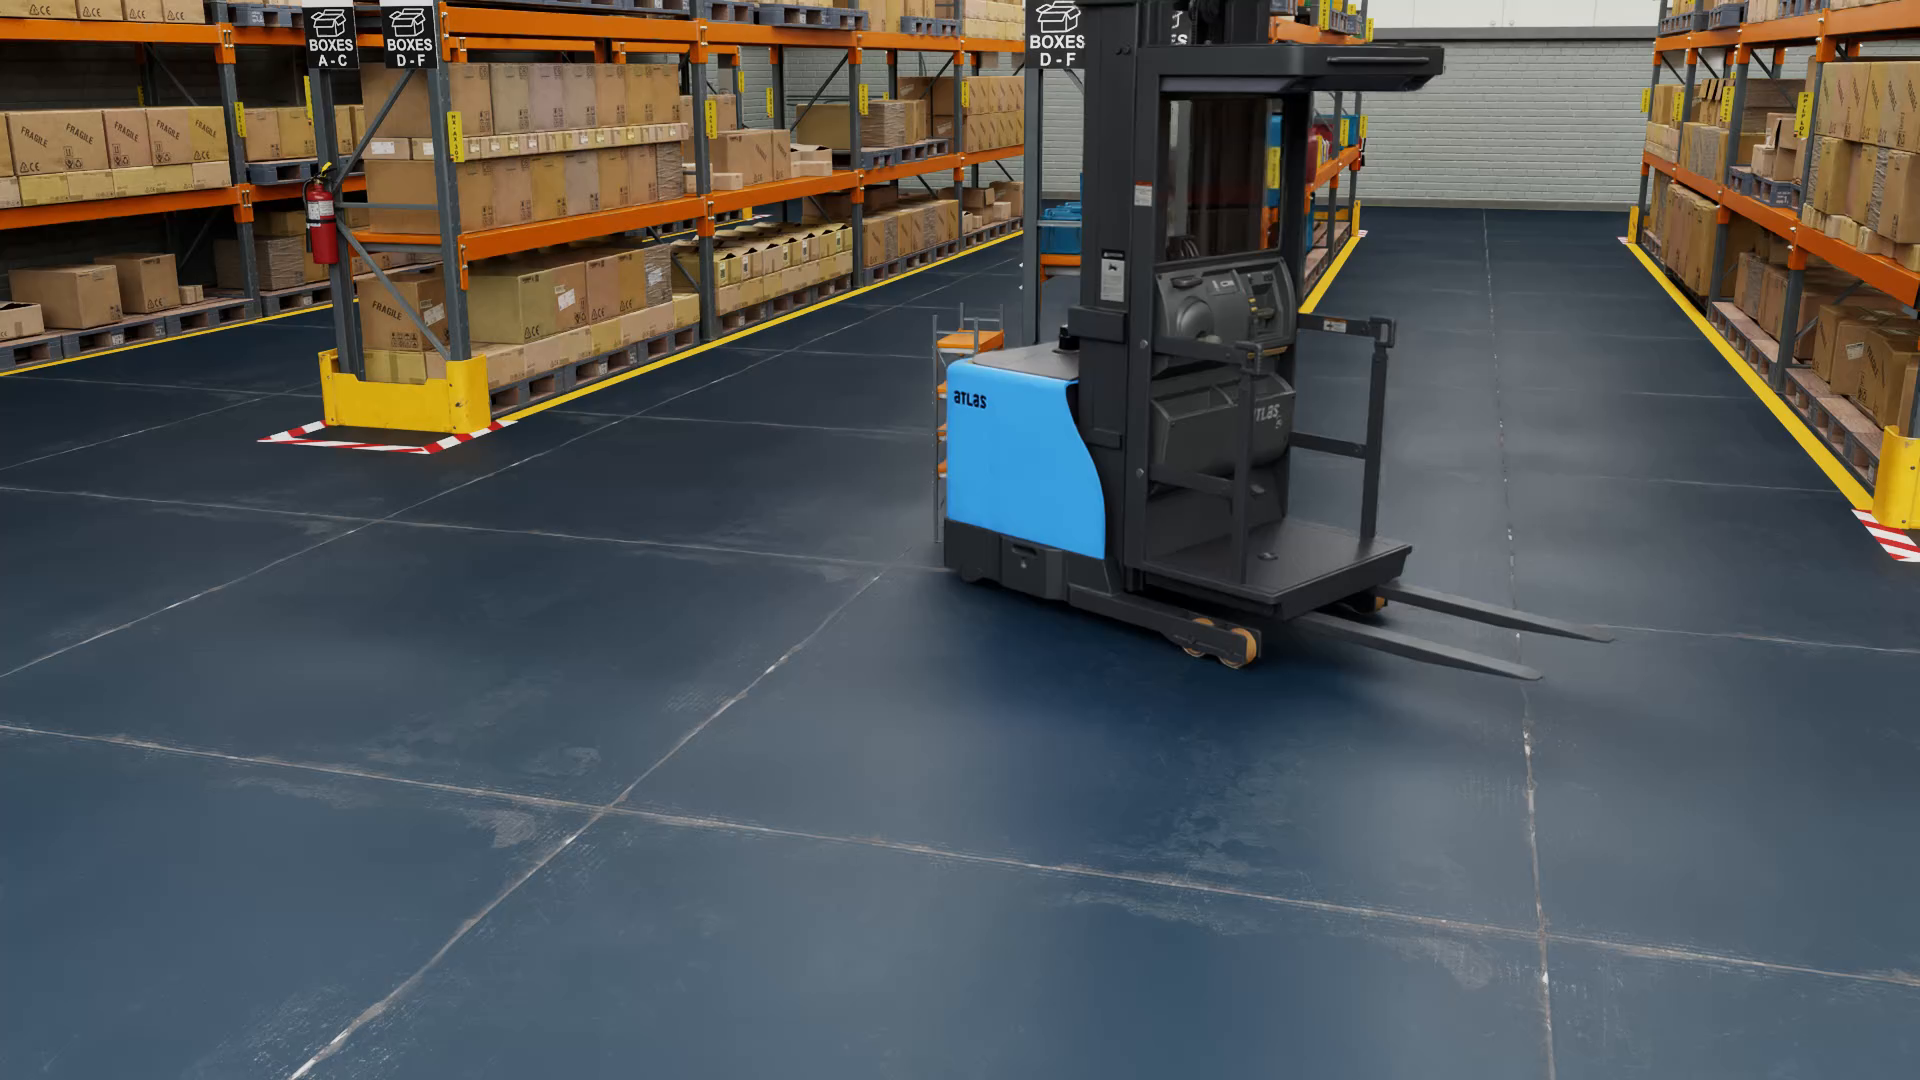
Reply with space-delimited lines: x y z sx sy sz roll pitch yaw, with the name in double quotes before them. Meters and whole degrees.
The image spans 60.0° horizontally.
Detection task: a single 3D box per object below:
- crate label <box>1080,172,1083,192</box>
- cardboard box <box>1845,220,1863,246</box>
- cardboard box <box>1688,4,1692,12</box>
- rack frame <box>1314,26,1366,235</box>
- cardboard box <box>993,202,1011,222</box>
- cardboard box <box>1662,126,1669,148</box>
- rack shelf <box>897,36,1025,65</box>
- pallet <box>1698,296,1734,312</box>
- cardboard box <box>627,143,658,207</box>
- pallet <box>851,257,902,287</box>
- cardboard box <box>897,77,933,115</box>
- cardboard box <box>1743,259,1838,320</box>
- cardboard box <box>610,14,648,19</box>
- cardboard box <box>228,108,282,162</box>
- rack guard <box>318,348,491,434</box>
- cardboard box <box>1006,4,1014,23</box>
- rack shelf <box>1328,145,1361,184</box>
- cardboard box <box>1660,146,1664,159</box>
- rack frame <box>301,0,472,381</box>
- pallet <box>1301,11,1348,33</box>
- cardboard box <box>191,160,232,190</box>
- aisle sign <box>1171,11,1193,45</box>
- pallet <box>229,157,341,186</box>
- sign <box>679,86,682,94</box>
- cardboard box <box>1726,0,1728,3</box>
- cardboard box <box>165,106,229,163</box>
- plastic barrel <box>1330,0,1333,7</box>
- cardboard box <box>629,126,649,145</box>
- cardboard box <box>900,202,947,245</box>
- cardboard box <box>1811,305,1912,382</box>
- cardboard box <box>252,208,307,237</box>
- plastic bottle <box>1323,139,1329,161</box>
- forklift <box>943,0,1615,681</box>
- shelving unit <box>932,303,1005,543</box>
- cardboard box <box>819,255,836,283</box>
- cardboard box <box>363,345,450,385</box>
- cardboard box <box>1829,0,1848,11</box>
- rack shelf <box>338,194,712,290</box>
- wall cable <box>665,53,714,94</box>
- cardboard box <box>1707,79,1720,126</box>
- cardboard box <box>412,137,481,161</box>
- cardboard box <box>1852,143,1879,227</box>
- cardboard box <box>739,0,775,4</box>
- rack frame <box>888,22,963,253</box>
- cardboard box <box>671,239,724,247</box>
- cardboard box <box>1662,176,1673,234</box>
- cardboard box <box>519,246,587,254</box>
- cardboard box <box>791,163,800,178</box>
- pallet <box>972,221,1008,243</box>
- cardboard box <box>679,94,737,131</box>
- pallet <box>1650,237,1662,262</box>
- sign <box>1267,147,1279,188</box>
"crate label" 1.139 -2.396 11.714 0.502 0.435 0.616 5 16 16
"cardboard box" 5.998 -1.992 10.814 0.380 0.149 0.250 5 16 16
"cardboard box" 9.356 -6.723 20.401 0.700 0.500 0.500 6 17 19
"rack frame" 5.422 -6.062 24.706 1.000 3.000 0.127 5 16 16
"cardboard box" 0.457 -4.929 24.942 0.500 0.250 0.500 5 16 16
"cardboard box" 9.198 -5.108 21.070 0.500 0.250 0.500 5 17 17
"rack shelf" 0.106 -7.021 23.908 1.077 0.370 4.000 5 16 16
"pallet" 8.194 -2.444 17.060 1.003 0.211 1.213 5 16 16
"cardboard box" -3.000 -3.101 14.082 0.700 0.500 0.500 4 16 15
"pallet" -1.351 -3.205 19.743 1.003 0.211 1.213 5 16 16
"cardboard box" -0.567 -6.082 22.761 0.500 0.500 0.500 5 17 16
"cardboard box" 7.581 -2.271 15.115 0.700 0.500 0.500 3 16 11
"cardboard box" -4.764 -7.566 23.830 0.500 0.250 0.500 5 16 16
"cardboard box" -7.309 -4.081 16.732 0.700 0.500 0.500 5 16 16
"rack guard" -3.879 -1.053 11.624 1.175 0.500 0.348 5 16 16
"cardboard box" 0.485 -7.643 24.141 0.500 0.250 0.500 5 16 16
"rack shelf" 4.854 -5.193 22.959 1.077 0.370 4.000 5 16 16
"cardboard box" 9.172 -4.952 21.253 0.380 0.149 0.250 4 16 15
"rack frame" -3.873 -2.261 11.305 1.000 3.000 0.127 5 16 16
"pallet" 3.837 -5.858 18.836 1.003 0.211 1.213 5 16 16
"cardboard box" -7.330 -3.481 15.844 0.500 0.250 0.500 5 16 16
"aisle sign" 1.136 -3.085 9.446 0.394 0.787 0.004 5 16 16
"pallet" -7.130 -3.788 17.037 1.003 0.211 1.213 5 16 16
"sign" -4.607 -7.330 27.443 0.100 0.325 0.005 5 16 16
"cardboard box" 8.467 -5.778 17.897 0.380 0.149 0.250 4 16 14
"cardboard box" -7.324 -3.842 15.741 0.500 0.500 0.500 5 16 16
"plastic barrel" 3.947 -6.444 18.865 0.600 0.901 0.708 5 16 16
"cardboard box" -2.826 -3.378 13.871 0.380 0.149 0.250 5 16 16
"cardboard box" -0.476 -4.130 21.668 0.500 0.500 0.500 5 16 16
"cardboard box" 6.609 -1.437 12.209 0.500 0.500 0.500 4 16 14
"cardboard box" -7.171 -3.370 17.615 0.500 0.250 0.500 4 16 15
"plastic bottle" 4.484 -4.828 20.581 0.152 0.276 0.135 5 16 16
"forklift" 1.314 -1.033 7.102 1.130 2.935 3.031 -15 22 -43
"shelving unit" 0.047 -0.621 8.818 0.258 1.200 0.503 5 16 16
"cardboard box" -1.658 -2.942 17.974 0.500 0.250 0.500 4 16 15
"cardboard box" -4.003 -1.304 12.199 0.500 0.250 0.500 5 16 16
"cardboard box" 6.388 -3.812 11.549 0.500 0.250 0.500 4 16 14
"rack shelf" -3.304 -2.439 13.248 1.077 0.370 4.000 5 16 16
"wall cable" -4.619 -7.728 28.715 0.084 1.984 1.851 5 16 16
"cardboard box" 8.655 -4.816 18.290 0.797 0.503 0.637 5 17 16
"cardboard box" -3.555 -2.708 11.506 0.380 0.149 0.250 5 16 15
"cardboard box" 6.171 -2.223 10.440 0.875 0.500 0.500 5 16 16
"cardboard box" -2.134 -5.376 16.296 0.500 0.250 0.500 3 16 11
"rack frame" -0.462 -5.401 22.374 1.000 3.000 0.127 5 16 16
"cardboard box" -2.610 -2.852 16.629 0.500 0.311 0.500 5 16 16
"cardboard box" 9.554 -4.214 21.312 0.875 0.875 0.875 5 16 16
"cardboard box" -3.452 -2.189 13.946 0.500 0.500 0.500 5 16 16
"cardboard box" -1.908 -3.896 17.527 0.380 0.149 0.250 6 17 20
"pallet" 0.079 -4.559 24.517 1.003 0.211 1.213 5 16 16
"cardboard box" -4.211 -6.841 26.900 0.980 0.700 0.700 5 17 18
"pallet" 9.670 -3.803 21.852 1.003 0.211 1.213 5 16 16
"sign" 2.537 -3.010 13.439 0.100 0.325 0.005 5 16 16
